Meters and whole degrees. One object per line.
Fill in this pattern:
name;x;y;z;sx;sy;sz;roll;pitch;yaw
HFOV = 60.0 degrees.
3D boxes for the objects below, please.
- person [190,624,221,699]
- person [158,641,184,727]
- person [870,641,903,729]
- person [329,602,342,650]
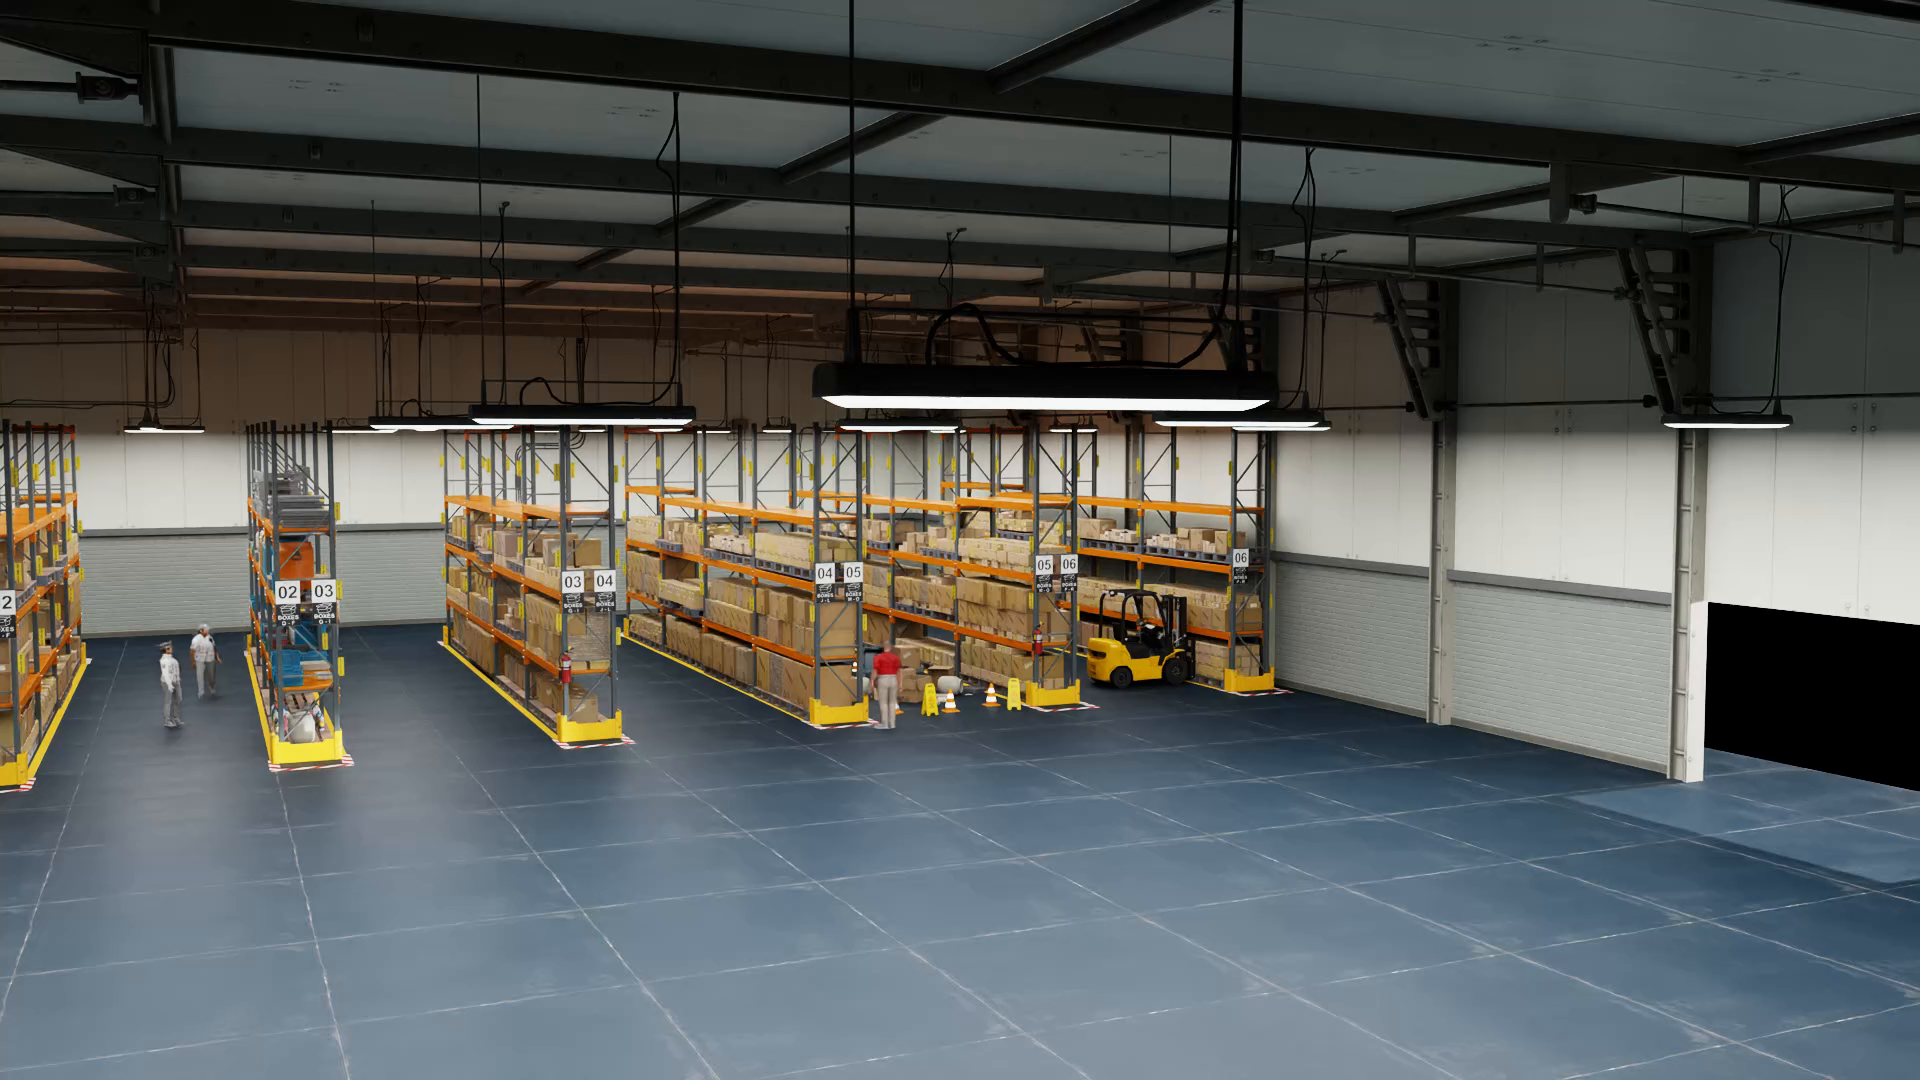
person;-16.483;2.617;36.353;0.620;1.569;0.990;-1;4;-21
person;-15.592;2.859;32.868;0.402;1.742;0.557;1;4;9
person;-1.436;2.842;32.488;0.630;1.756;0.419;-1;4;-13
person;-16.755;2.119;44.546;0.388;1.678;0.516;-2;4;-31
